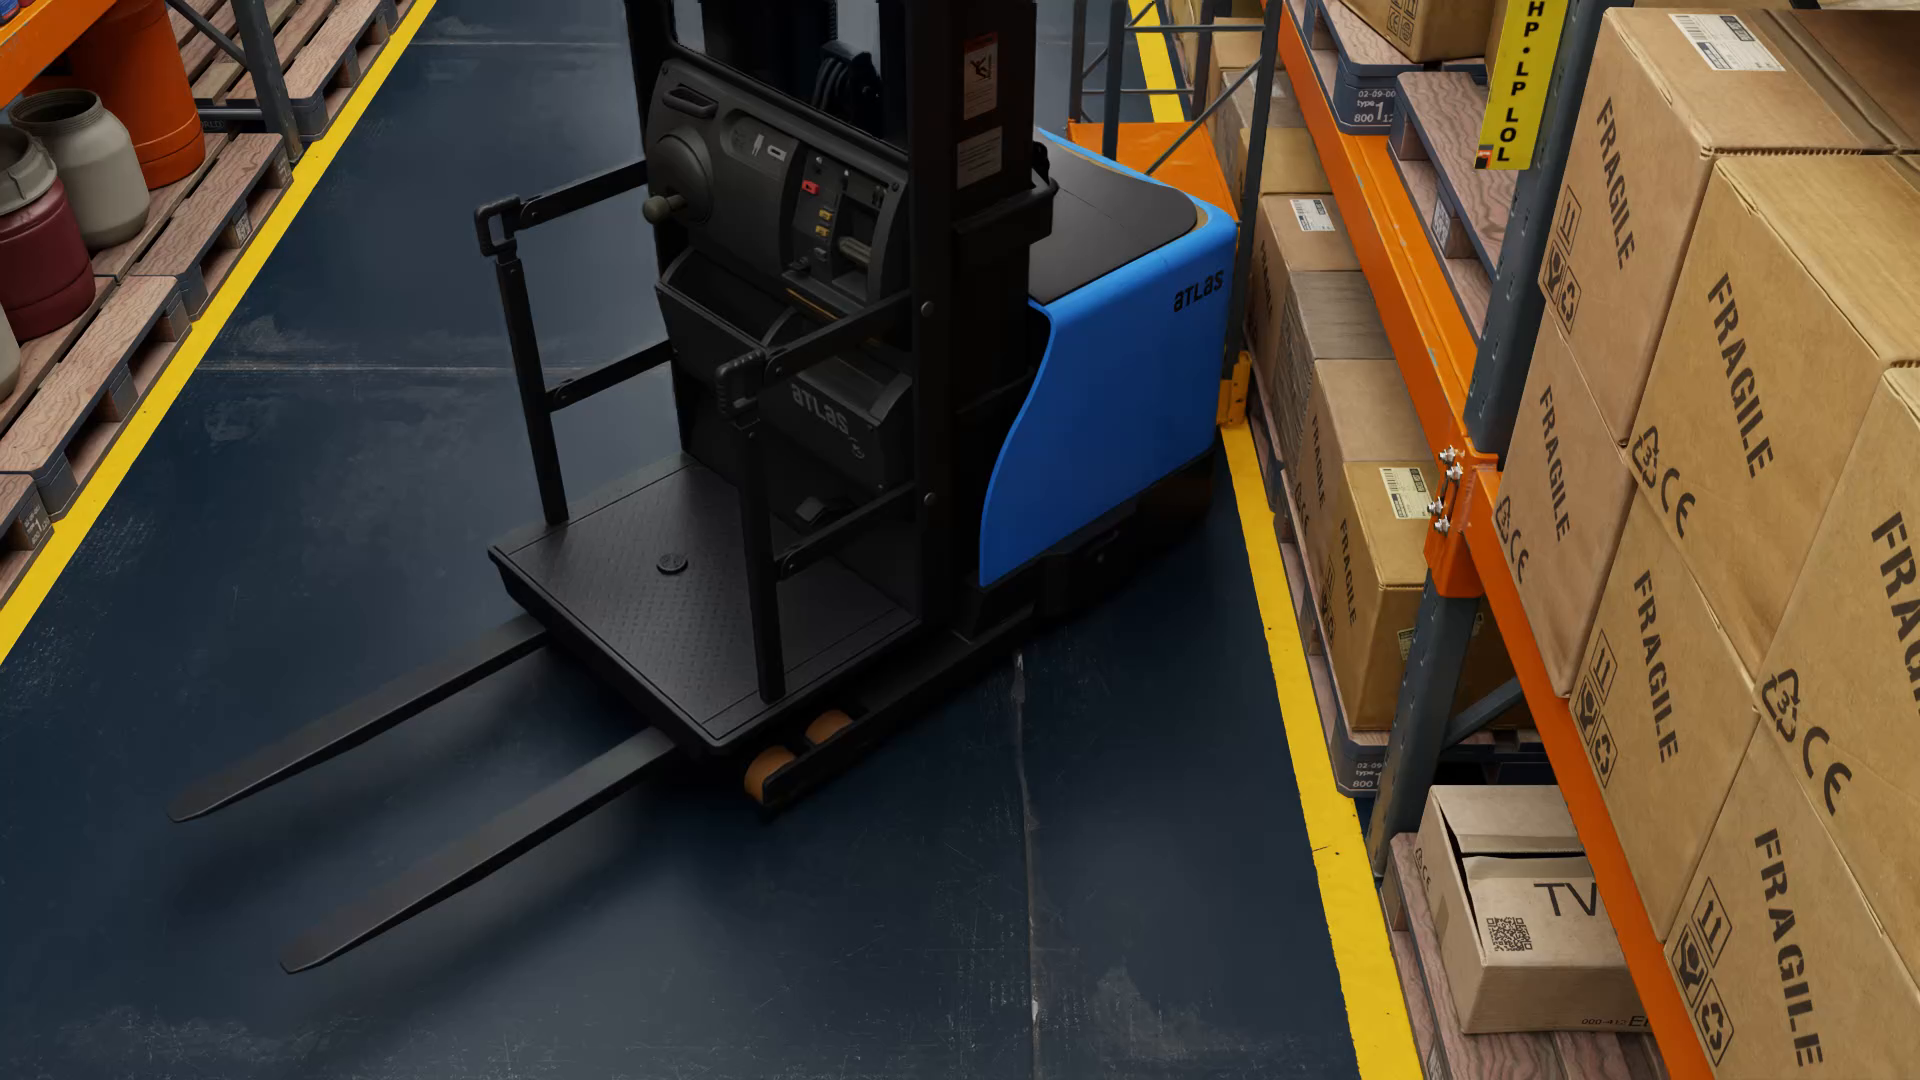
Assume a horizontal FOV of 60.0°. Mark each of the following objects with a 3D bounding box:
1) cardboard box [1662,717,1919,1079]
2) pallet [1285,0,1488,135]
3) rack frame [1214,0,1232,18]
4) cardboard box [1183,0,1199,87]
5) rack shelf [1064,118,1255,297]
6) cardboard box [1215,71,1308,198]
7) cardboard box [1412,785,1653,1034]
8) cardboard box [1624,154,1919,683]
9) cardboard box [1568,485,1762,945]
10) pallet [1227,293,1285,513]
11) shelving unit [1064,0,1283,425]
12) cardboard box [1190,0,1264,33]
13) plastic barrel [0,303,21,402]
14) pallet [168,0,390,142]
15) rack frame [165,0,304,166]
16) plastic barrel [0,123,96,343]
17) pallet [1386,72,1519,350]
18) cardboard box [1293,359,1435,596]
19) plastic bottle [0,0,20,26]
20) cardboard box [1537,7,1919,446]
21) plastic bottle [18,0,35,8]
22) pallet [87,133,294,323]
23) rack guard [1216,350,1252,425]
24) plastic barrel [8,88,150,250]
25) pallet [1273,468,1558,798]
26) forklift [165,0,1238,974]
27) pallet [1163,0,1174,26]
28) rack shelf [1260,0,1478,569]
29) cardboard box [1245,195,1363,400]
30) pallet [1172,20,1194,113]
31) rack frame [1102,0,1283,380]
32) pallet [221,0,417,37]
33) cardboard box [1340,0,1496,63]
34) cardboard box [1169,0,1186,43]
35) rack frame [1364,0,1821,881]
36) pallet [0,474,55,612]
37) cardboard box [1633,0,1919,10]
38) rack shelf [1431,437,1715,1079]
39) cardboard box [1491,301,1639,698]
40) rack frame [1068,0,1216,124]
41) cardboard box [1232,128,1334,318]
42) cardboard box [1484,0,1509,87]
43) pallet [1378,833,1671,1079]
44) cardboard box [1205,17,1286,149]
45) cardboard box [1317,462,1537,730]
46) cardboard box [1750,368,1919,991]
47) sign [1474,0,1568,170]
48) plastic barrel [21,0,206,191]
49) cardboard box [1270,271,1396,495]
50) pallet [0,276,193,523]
[{"bbox_3d":[1.271,0.559,2.074,0.500,0.500,0.500,0,39,0],"label":"cardboard box"},{"bbox_3d":[1.543,-1.564,4.957,1.003,0.211,1.213,0,39,0],"label":"pallet"},{"bbox_3d":[1.536,-2.855,6.414,1.000,3.000,0.127,0,39,0],"label":"rack frame"},{"bbox_3d":[1.292,-2.275,7.553,0.500,0.250,0.500,1,39,1],"label":"cardboard box"},{"bbox_3d":[0.671,-1.179,5.810,0.538,0.185,1.000,-1,39,-2],"label":"rack shelf"},{"bbox_3d":[1.257,-1.439,6.294,0.500,0.500,0.500,-1,39,-2],"label":"cardboard box"},{"bbox_3d":[1.325,0.786,3.668,0.500,0.311,0.500,0,39,0],"label":"cardboard box"},{"bbox_3d":[1.261,-0.165,2.178,0.500,0.500,0.500,-1,39,-1],"label":"cardboard box"},{"bbox_3d":[1.273,0.246,2.464,0.500,0.500,0.500,1,39,1],"label":"cardboard box"},{"bbox_3d":[1.498,-0.539,5.754,1.003,0.211,1.213,0,39,0],"label":"pallet"},{"bbox_3d":[0.671,-1.314,5.690,0.587,1.500,1.083,-1,39,-2],"label":"shelving unit"},{"bbox_3d":[1.289,-2.492,7.376,0.500,0.311,0.500,1,39,1],"label":"cardboard box"},{"bbox_3d":[-3.308,-0.682,5.356,0.421,0.512,0.421,0,39,0],"label":"plastic barrel"},{"bbox_3d":[-3.379,-2.250,7.889,1.003,0.211,1.213,0,39,0],"label":"pallet"},{"bbox_3d":[-3.417,-2.854,6.413,1.000,3.000,0.127,0,39,0],"label":"rack frame"},{"bbox_3d":[-3.398,-1.065,5.772,0.600,0.588,0.708,0,39,0],"label":"plastic barrel"},{"bbox_3d":[1.649,-0.779,3.976,1.003,0.211,1.213,0,39,0],"label":"pallet"},{"bbox_3d":[1.261,-0.167,4.707,0.500,0.500,0.500,0,39,0],"label":"cardboard box"},{"bbox_3d":[-3.030,-1.768,5.097,0.144,0.351,0.185,0,39,0],"label":"plastic bottle"},{"bbox_3d":[1.260,-0.488,2.581,0.500,0.500,0.500,1,39,1],"label":"cardboard box"},{"bbox_3d":[-2.989,-1.841,5.242,0.061,0.283,0.133,0,39,0],"label":"plastic bottle"},{"bbox_3d":[-3.375,-1.273,6.669,1.003,0.211,1.213,0,39,0],"label":"pallet"},{"bbox_3d":[0.689,-0.515,5.693,0.587,0.250,0.087,-1,39,-2],"label":"rack guard"},{"bbox_3d":[-3.310,-1.388,6.237,0.421,0.512,0.421,0,39,0],"label":"plastic barrel"},{"bbox_3d":[1.502,0.226,4.799,1.003,0.211,1.213,0,39,0],"label":"pallet"},{"bbox_3d":[-0.617,-0.807,3.913,3.031,2.935,1.130,-30,48,-32],"label":"forklift"},{"bbox_3d":[1.576,-3.043,8.878,1.003,0.211,1.213,0,39,0],"label":"pallet"},{"bbox_3d":[1.538,-1.324,5.078,1.077,0.370,4.000,0,39,0],"label":"rack shelf"},{"bbox_3d":[1.258,-0.799,5.496,0.500,0.500,0.500,-1,39,-2],"label":"cardboard box"},{"bbox_3d":[1.574,-2.282,7.929,1.003,0.211,1.213,0,39,0],"label":"pallet"},{"bbox_3d":[0.689,-1.002,5.301,0.500,1.500,0.032,-1,39,-2],"label":"rack frame"},{"bbox_3d":[-3.378,-3.011,8.839,1.003,0.211,1.213,0,39,0],"label":"pallet"},{"bbox_3d":[1.477,-1.661,4.509,0.700,0.500,0.500,-9,40,-11],"label":"cardboard box"},{"bbox_3d":[1.287,-2.597,7.955,0.500,0.250,0.500,0,39,-1],"label":"cardboard box"},{"bbox_3d":[1.541,-0.354,3.293,1.000,3.000,0.127,0,39,0],"label":"rack frame"},{"bbox_3d":[-3.372,0.253,4.765,1.003,0.211,1.213,0,39,0],"label":"pallet"},{"bbox_3d":[1.764,-0.853,3.500,0.700,0.500,0.500,-13,40,-15],"label":"cardboard box"},{"bbox_3d":[1.543,1.178,1.957,1.077,0.370,4.000,0,39,0],"label":"rack shelf"},{"bbox_3d":[1.269,-0.074,2.863,0.500,0.500,0.500,1,39,1],"label":"cardboard box"},{"bbox_3d":[0.652,-1.637,6.094,0.500,1.500,0.032,-1,39,-2],"label":"rack frame"},{"bbox_3d":[1.253,-1.125,5.903,0.500,0.500,0.500,-1,39,-1],"label":"cardboard box"},{"bbox_3d":[1.700,-1.283,4.037,0.700,0.500,0.500,6,39,7],"label":"cardboard box"},{"bbox_3d":[1.541,1.164,3.629,1.003,0.211,1.213,0,39,0],"label":"pallet"},{"bbox_3d":[1.251,-1.767,6.703,0.500,0.500,0.500,2,39,2],"label":"cardboard box"},{"bbox_3d":[1.254,0.142,4.322,0.500,0.500,0.500,0,39,0],"label":"cardboard box"},{"bbox_3d":[1.261,0.156,1.777,0.500,0.500,0.500,-1,39,-1],"label":"cardboard box"},{"bbox_3d":[0.986,-0.803,2.927,0.100,0.325,0.005,0,39,0],"label":"sign"},{"bbox_3d":[-3.400,-1.865,6.578,0.600,0.830,0.708,0,39,0],"label":"plastic barrel"},{"bbox_3d":[1.261,-0.481,5.099,0.500,0.500,0.500,0,39,1],"label":"cardboard box"},{"bbox_3d":[-3.376,-0.512,5.720,1.003,0.211,1.213,0,39,0],"label":"pallet"}]
